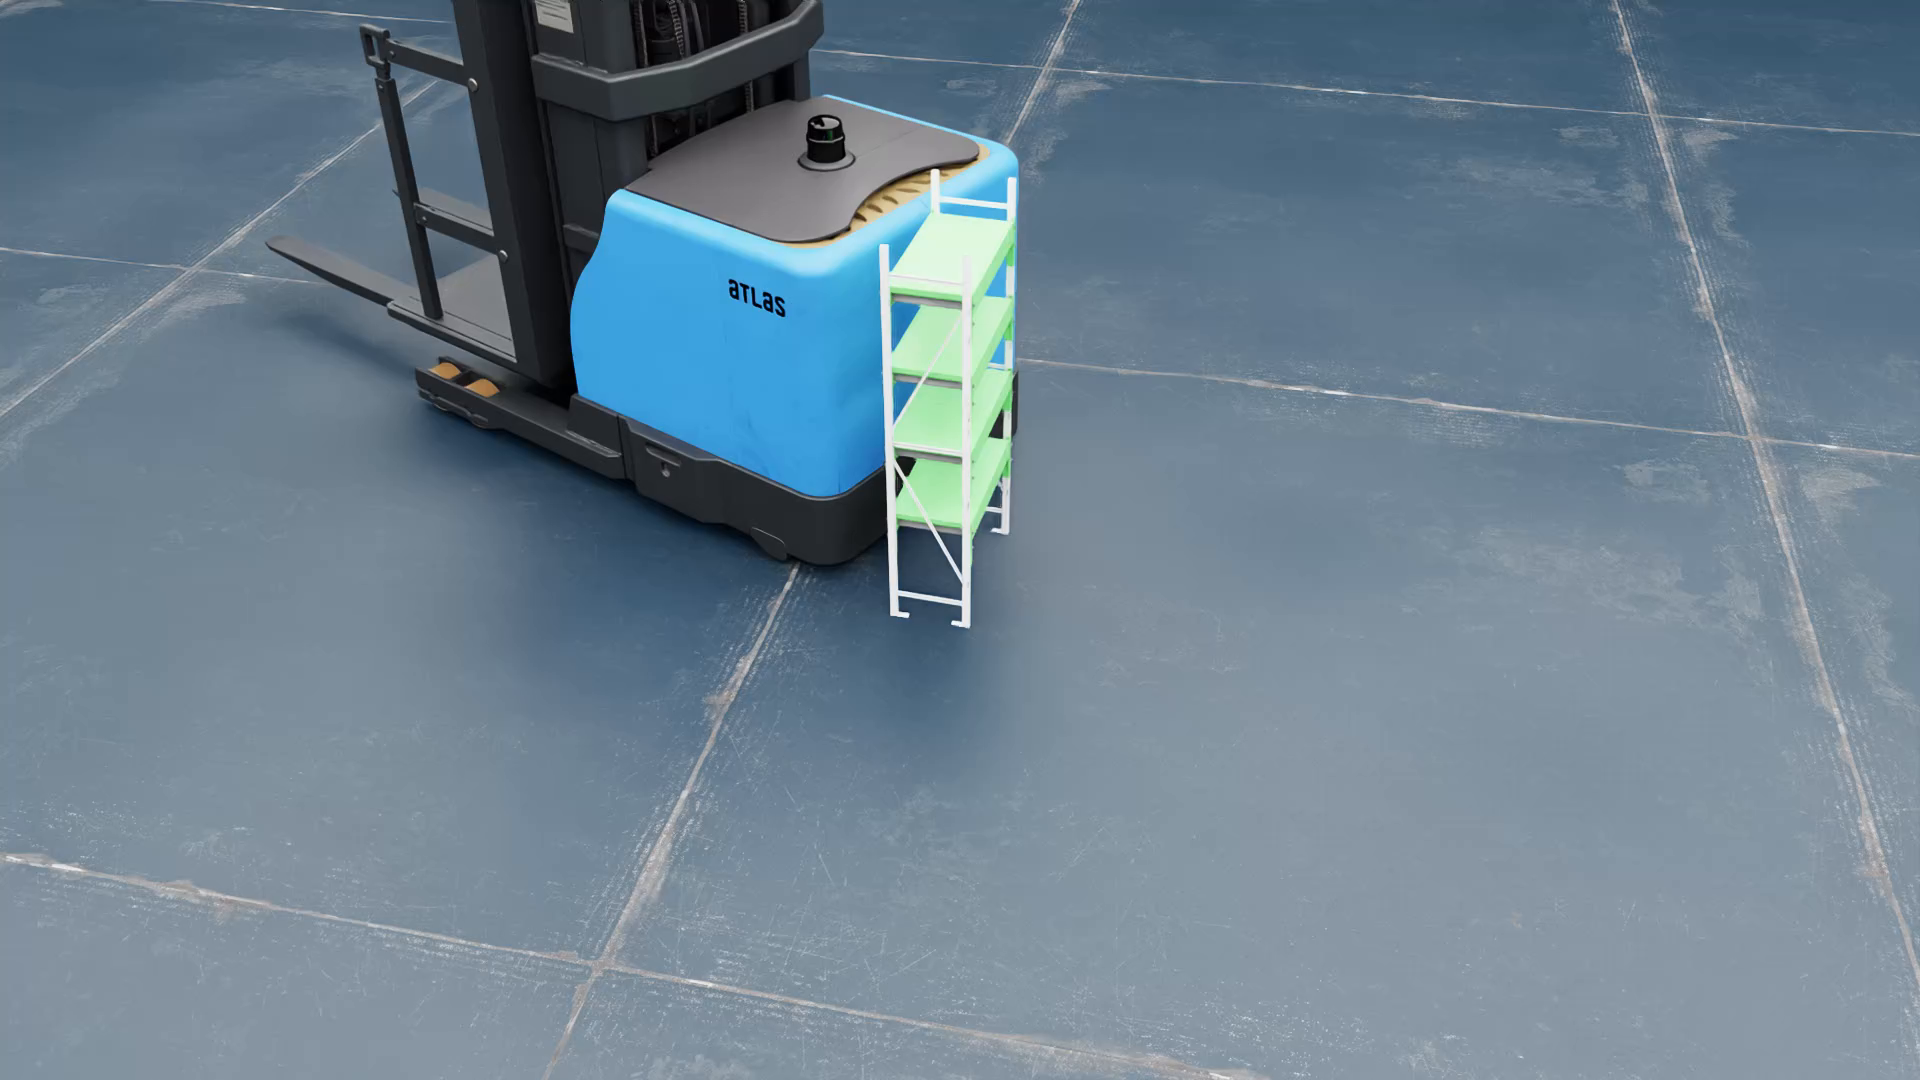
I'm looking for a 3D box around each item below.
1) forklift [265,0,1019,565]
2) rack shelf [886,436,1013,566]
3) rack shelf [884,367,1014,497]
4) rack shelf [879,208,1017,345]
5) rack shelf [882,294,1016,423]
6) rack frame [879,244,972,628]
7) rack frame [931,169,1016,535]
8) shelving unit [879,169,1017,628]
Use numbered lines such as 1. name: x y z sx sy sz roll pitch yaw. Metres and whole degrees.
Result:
1. forklift: -1.293 -1.802 5.239 3.031 2.935 1.130 23 42 29
2. rack shelf: -0.025 -0.140 4.939 0.258 0.148 0.480 9 37 12
3. rack shelf: -0.025 -0.334 4.798 0.258 0.148 0.480 9 37 12
4. rack shelf: -0.025 -0.723 4.516 0.258 0.148 0.480 9 37 12
5. rack shelf: -0.025 -0.529 4.657 0.258 0.148 0.480 9 37 12
6. rack frame: -0.088 -0.248 4.570 0.240 1.200 0.015 9 37 12
7. rack frame: 0.037 -0.525 4.951 0.240 1.200 0.015 9 37 12
8. shelving unit: -0.025 -0.386 4.760 0.258 1.200 0.503 9 37 12
